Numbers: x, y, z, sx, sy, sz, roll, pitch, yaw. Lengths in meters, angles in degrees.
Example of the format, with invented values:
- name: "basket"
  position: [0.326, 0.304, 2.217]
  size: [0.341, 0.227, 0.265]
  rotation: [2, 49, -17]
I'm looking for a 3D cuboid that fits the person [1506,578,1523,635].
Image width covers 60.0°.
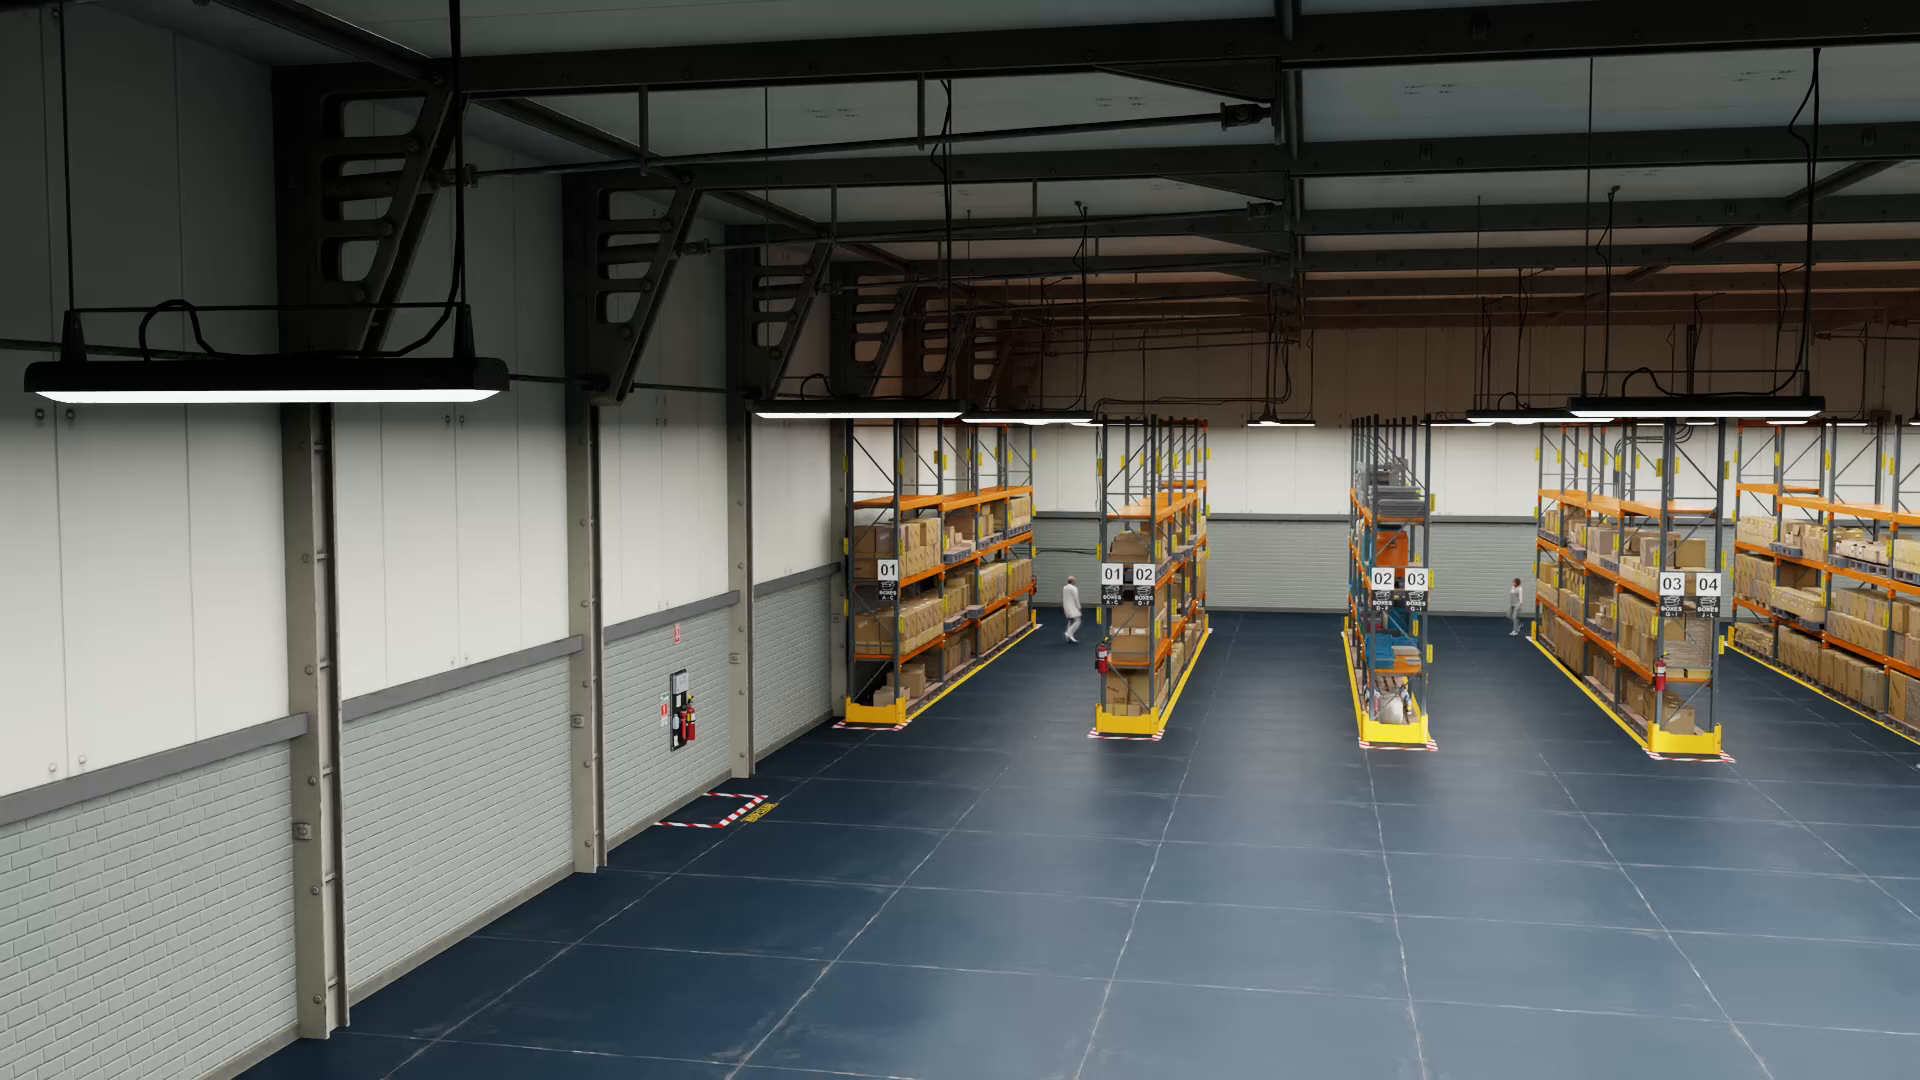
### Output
- name: "person"
  position: [15.454, 1.837, 46.173]
  size: [0.487, 1.587, 0.433]
  rotation: [-2, 4, -26]

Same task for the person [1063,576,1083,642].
- name: "person"
  position: [2.984, 1.864, 44.694]
  size: [0.629, 1.778, 0.719]
  rotation: [-2, 4, -28]

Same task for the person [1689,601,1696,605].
- name: "person"
  position: [18.946, 2.049, 43.035]
  size: [0.568, 1.622, 0.856]
  rotation: [-2, 4, -23]

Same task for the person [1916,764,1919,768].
- name: "person"
  position: [16.456, 3.080, 27.784]
  size: [0.779, 1.554, 0.504]
  rotation: [3, 5, 37]
